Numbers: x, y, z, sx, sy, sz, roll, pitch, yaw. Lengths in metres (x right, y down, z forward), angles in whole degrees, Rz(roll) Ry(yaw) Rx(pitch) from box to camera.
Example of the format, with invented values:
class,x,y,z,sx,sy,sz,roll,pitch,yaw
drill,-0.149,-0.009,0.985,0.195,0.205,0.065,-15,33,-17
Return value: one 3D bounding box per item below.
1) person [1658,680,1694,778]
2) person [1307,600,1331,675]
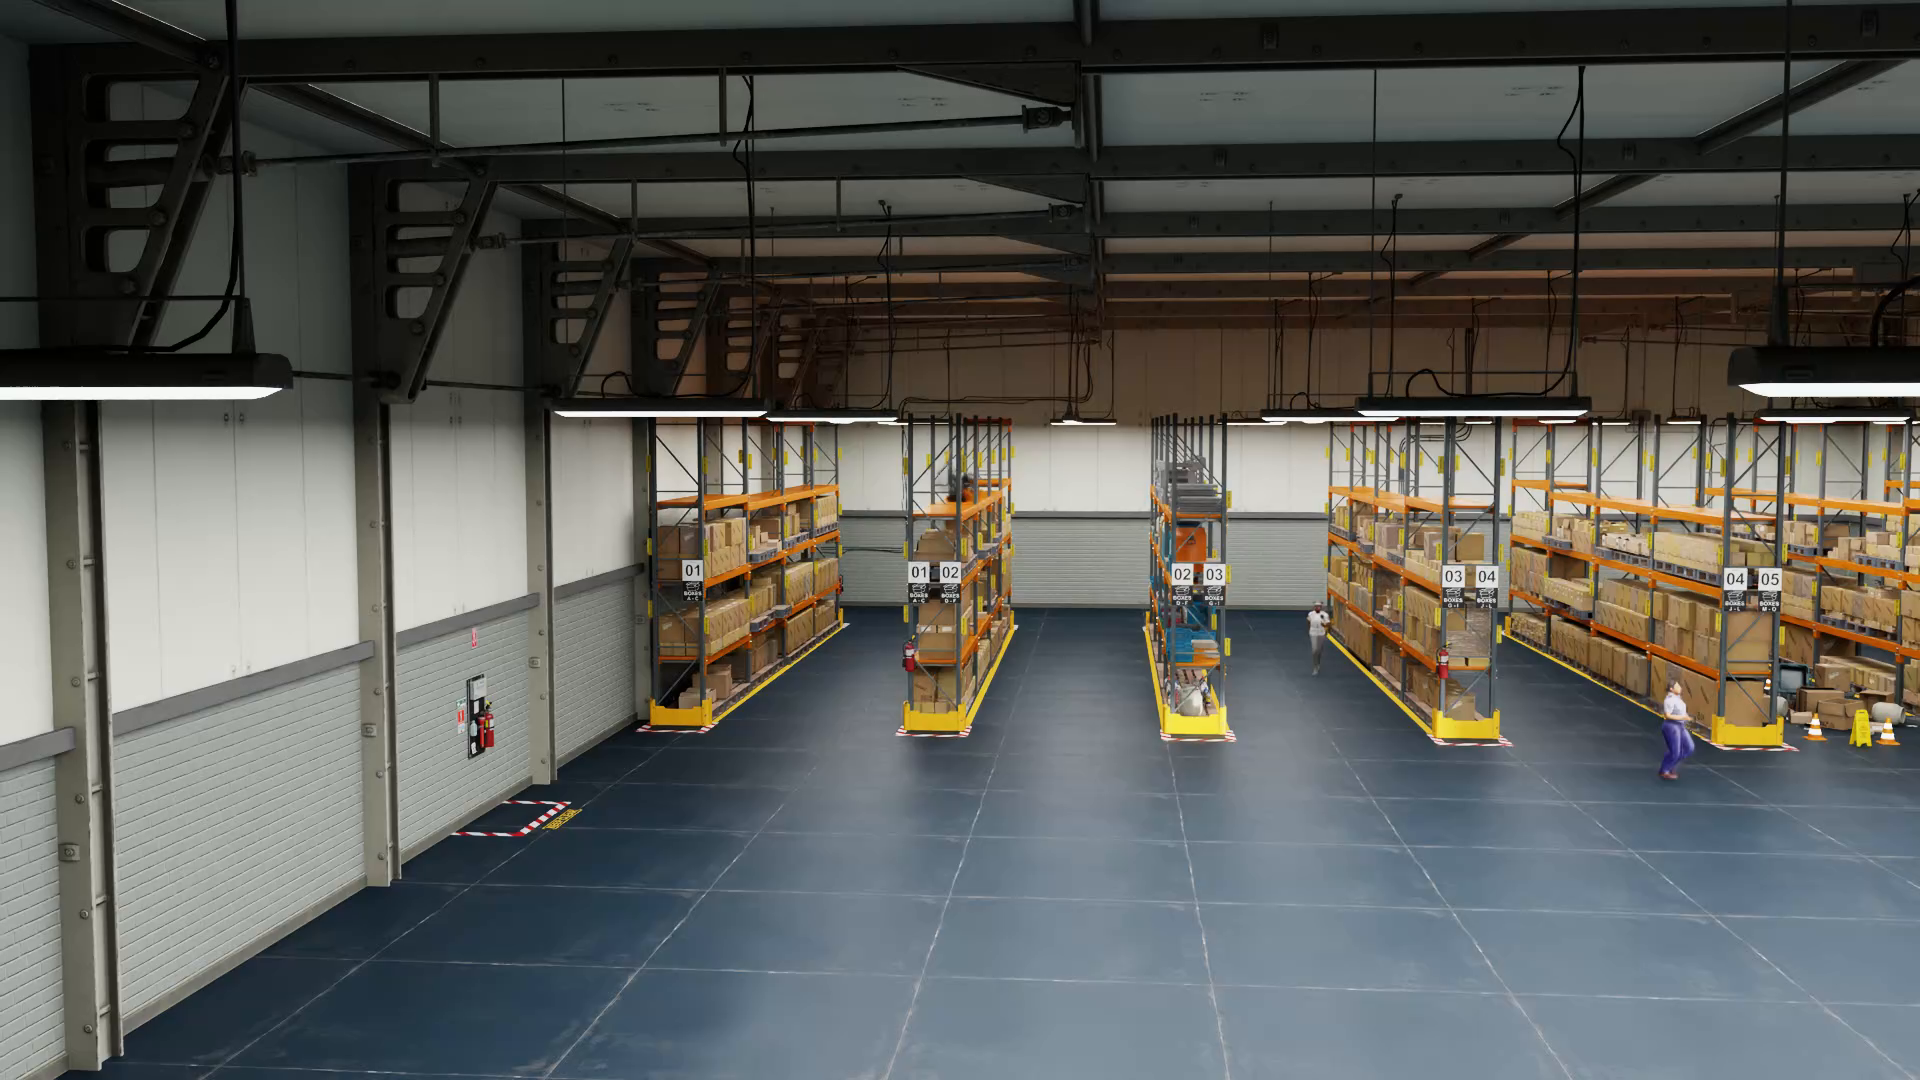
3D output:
class,x,y,z,sx,sy,sz,roll,pitch,yaw
person,11.695,3.088,27.081,0.565,1.612,0.592,3,5,42
person,8.406,2.266,38.938,0.553,1.753,0.782,1,4,9
